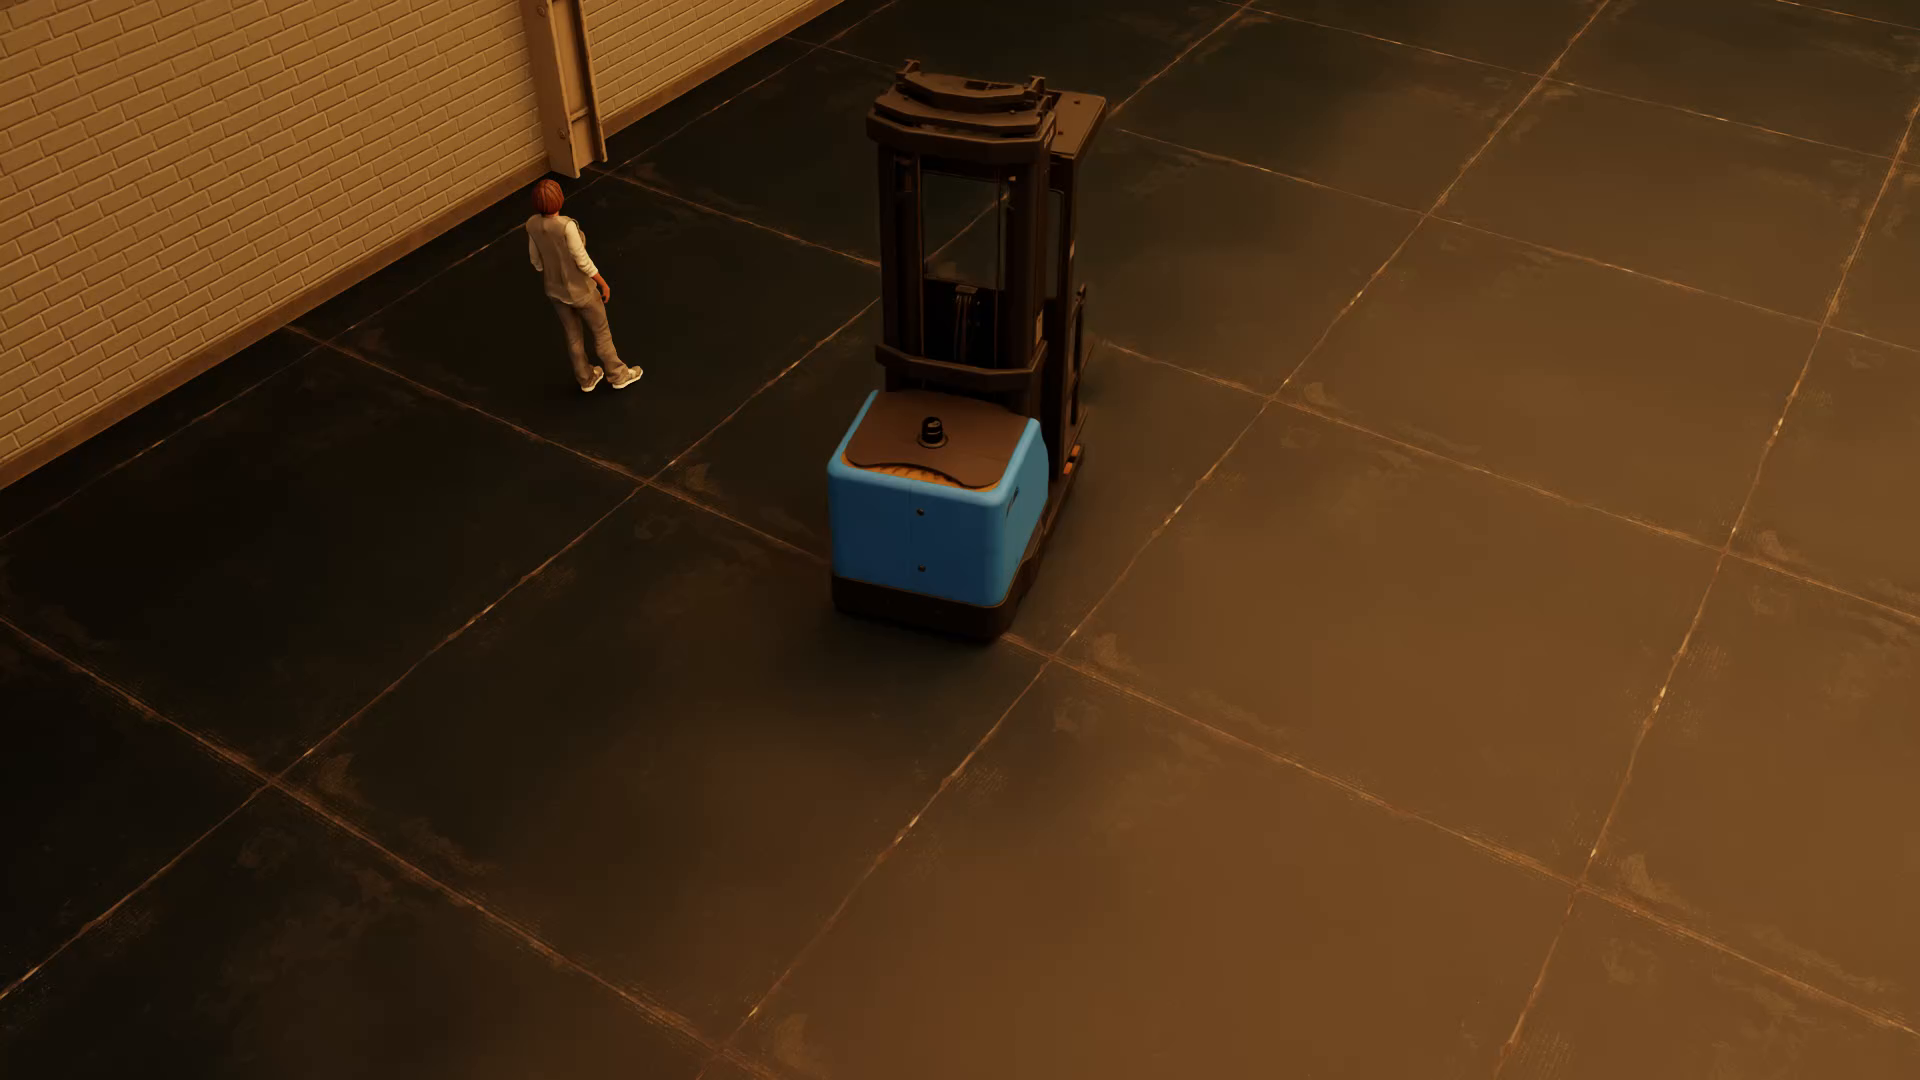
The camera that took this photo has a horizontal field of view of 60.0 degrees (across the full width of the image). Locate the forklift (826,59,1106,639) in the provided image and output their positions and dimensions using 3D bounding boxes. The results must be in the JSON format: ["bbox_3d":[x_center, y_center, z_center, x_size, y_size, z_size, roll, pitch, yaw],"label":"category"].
[{"bbox_3d":[0.175,-1.518,9.759,1.130,2.935,3.031,11,42,13],"label":"forklift"}]

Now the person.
[{"bbox_3d":[-2.517,-1.695,10.988,0.518,1.597,0.476,15,43,17],"label":"person"}]
